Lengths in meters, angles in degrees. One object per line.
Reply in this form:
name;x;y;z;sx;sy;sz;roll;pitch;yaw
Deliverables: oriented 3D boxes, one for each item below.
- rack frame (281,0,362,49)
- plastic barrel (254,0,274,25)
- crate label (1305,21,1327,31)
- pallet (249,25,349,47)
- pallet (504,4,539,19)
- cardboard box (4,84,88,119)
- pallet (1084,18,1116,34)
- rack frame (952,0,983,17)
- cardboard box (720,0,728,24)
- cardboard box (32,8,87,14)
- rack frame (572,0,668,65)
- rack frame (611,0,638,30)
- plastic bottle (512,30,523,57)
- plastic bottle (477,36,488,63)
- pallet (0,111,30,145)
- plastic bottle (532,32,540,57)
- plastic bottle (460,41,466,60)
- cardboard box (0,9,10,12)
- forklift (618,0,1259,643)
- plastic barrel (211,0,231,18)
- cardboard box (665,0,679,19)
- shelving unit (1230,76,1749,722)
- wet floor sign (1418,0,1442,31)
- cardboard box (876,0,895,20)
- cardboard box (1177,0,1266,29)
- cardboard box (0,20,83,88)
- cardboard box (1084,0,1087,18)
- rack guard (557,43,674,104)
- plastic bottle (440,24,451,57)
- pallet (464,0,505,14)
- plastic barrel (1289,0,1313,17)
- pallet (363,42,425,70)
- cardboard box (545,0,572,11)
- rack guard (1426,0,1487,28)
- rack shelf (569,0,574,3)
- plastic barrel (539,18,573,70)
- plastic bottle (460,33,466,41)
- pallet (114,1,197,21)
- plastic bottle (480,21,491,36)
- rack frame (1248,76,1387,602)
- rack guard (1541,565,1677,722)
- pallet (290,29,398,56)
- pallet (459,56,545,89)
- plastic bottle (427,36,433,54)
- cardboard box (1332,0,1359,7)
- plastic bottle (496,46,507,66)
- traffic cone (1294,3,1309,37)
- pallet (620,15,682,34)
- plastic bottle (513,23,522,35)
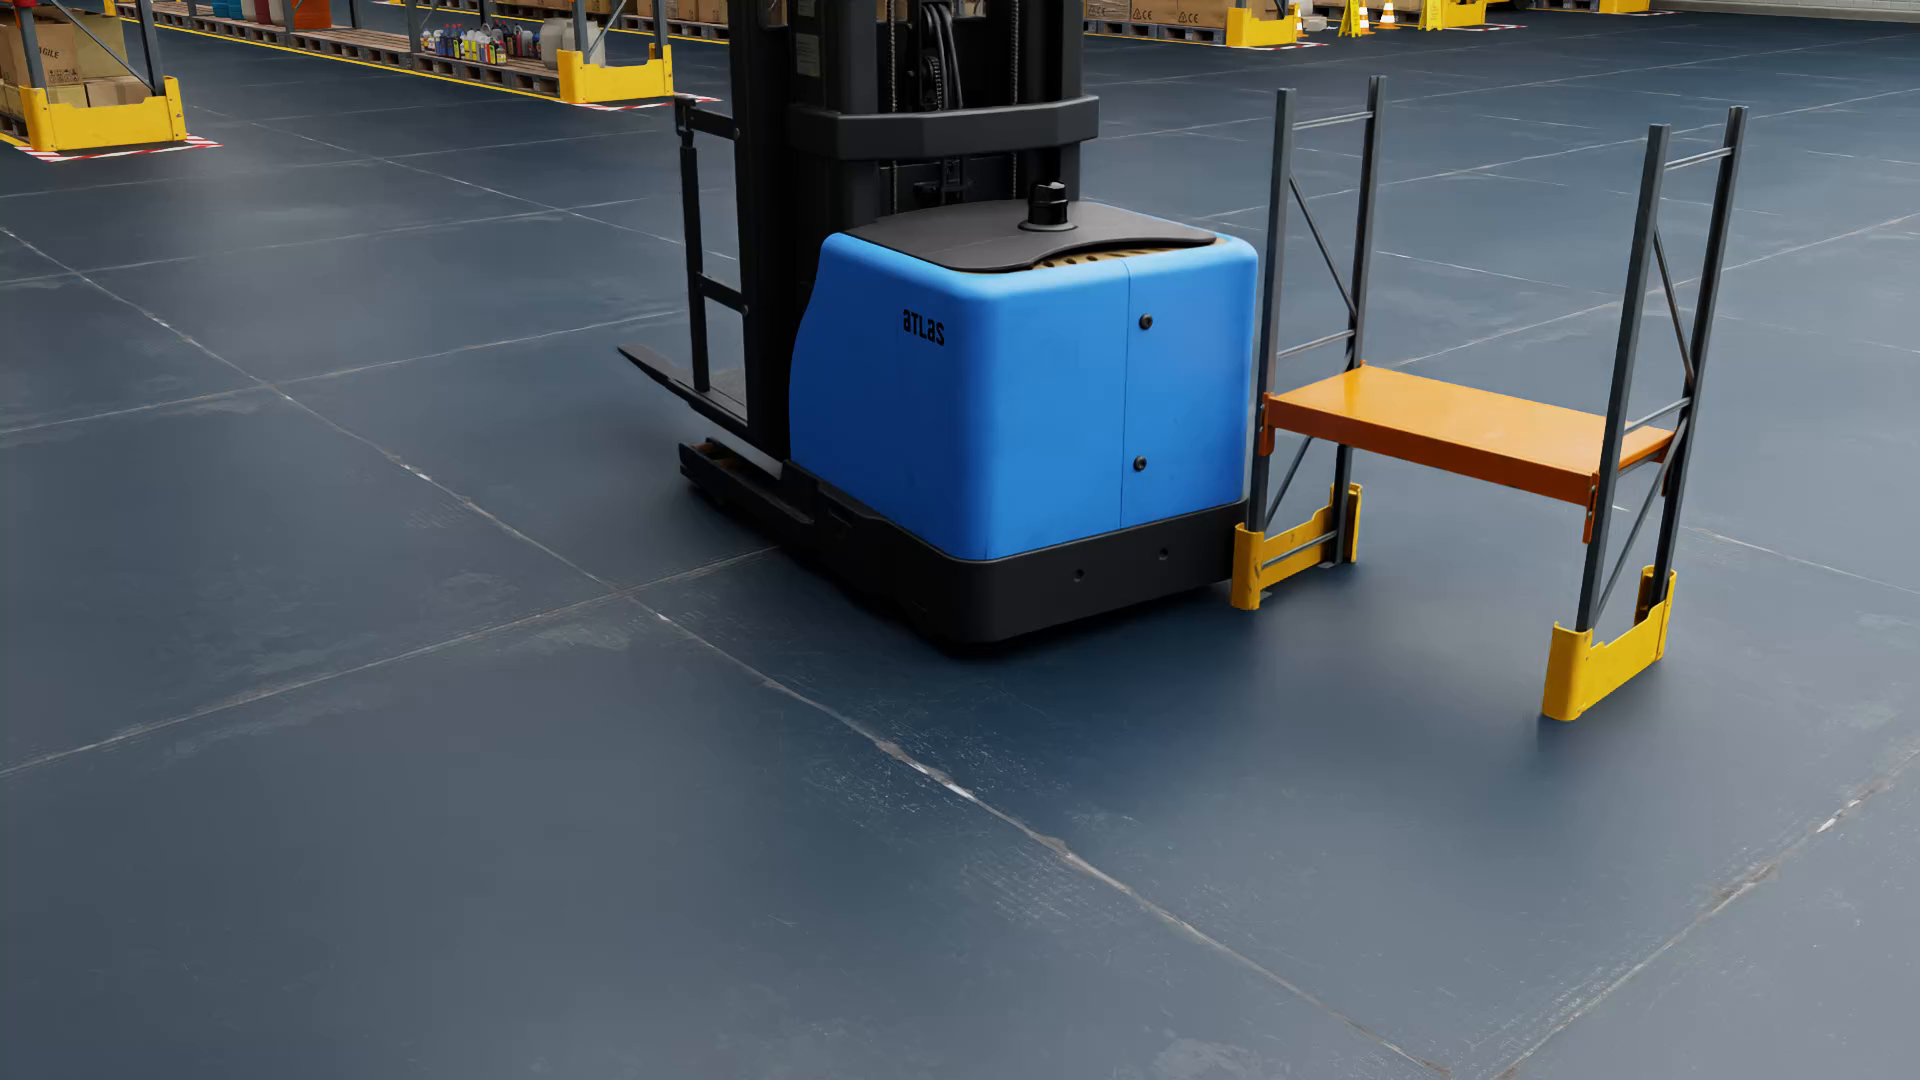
rack frame;-8.647;-8.138;22.148;1.000;3.000;0.127;-17;27;-37
plastic barrel;-9.717;-7.654;23.643;0.600;0.588;0.708;-17;27;-37
crate label;5.397;-7.789;25.183;0.298;0.136;0.250;7;23;18
pallet;-9.194;-7.047;23.188;1.003;0.211;1.213;-17;27;-37
pallet;-6.945;-8.928;27.990;1.003;0.211;1.213;-17;27;-37
cardboard box;-7.754;-3.743;14.121;0.500;0.250;0.500;-17;27;-37
pallet;1.976;-7.838;25.205;1.003;0.211;1.213;-17;27;-37
rack frame;0.327;-7.107;19.516;1.000;3.000;0.127;-17;27;-37
cardboard box;-2.966;-7.564;23.507;0.700;0.500;0.500;-18;27;-38
cardboard box;-8.339;-4.630;15.359;0.500;0.500;0.500;-17;27;-37
rack frame;-3.425;-5.928;16.505;1.000;3.000;0.127;-17;27;-37
rack frame;-4.895;-9.317;25.159;1.000;3.000;0.127;-17;27;-37
plastic bottle;-5.039;-5.650;18.917;0.061;0.283;0.133;-17;27;-37
plastic bottle;-5.191;-5.382;18.243;0.152;0.276;0.135;-18;28;-39
pallet;-7.711;-3.652;14.520;1.003;0.211;1.213;-17;27;-37
plastic bottle;-4.794;-5.616;18.846;0.097;0.271;0.097;0;21;0
plastic bottle;-5.534;-5.477;18.588;0.097;0.201;0.097;0;21;0
cardboard box;-9.073;-4.640;15.384;0.500;0.500;0.500;-17;27;-37
forklift;-0.345;-1.568;5.469;1.130;2.935;3.031;-13;25;-30
plastic barrel;-10.916;-8.307;24.882;0.600;0.901;0.708;-17;27;-37
cardboard box;-4.071;-8.027;24.690;0.500;0.500;0.700;20;29;41
shelving unit;1.390;-0.440;4.552;1.083;1.500;0.587;20;29;41
wet floor sign;7.148;-8.062;25.184;0.267;0.644;0.232;-8;23;-19
cardboard box;-0.879;-6.649;21.200;0.500;0.500;0.500;-14;26;-33
cardboard box;3.658;-7.637;23.208;0.875;0.875;0.875;-17;27;-37
cardboard box;-7.756;-4.091;13.983;0.500;0.500;0.500;-17;27;-37
cardboard box;1.897;-8.380;25.105;0.875;0.875;0.875;-17;27;-37
rack guard;-3.511;-4.774;16.986;1.175;0.500;0.348;-17;27;-37
plastic bottle;-5.824;-5.682;18.908;0.144;0.351;0.185;-17;27;-36
pallet;-7.943;-9.352;29.073;1.003;0.211;1.213;-17;27;-37
plastic barrel;5.339;-8.477;26.545;0.512;0.421;0.421;0;21;-1
pallet;-6.578;-5.942;20.366;1.003;0.211;1.213;-17;27;-37
cardboard box;-5.906;-8.967;26.603;1.225;0.875;0.875;-17;27;-37
rack guard;7.785;-8.323;26.048;1.175;0.500;0.348;-17;27;-37
rack shelf;-4.731;-6.145;18.047;1.077;0.370;4.000;-17;27;-37
plastic barrel;-4.240;-5.267;17.654;0.421;0.512;0.421;0;21;0
plastic bottle;-5.576;-5.562;18.708;0.097;0.271;0.097;0;21;0
pallet;-13.361;-8.813;27.695;1.003;0.211;1.213;-17;27;-37
plastic bottle;-5.507;-5.861;19.363;0.144;0.351;0.185;-17;27;-37
rack frame;1.036;-0.569;4.880;0.032;1.500;0.500;20;29;41
rack guard;1.742;0.270;4.452;0.087;0.250;0.587;20;29;41
pallet;-8.171;-6.616;22.087;1.003;0.211;1.213;-17;27;-37
pallet;-4.829;-5.202;18.475;1.003;0.211;1.213;-17;27;-37
plastic bottle;-6.094;-5.714;19.194;0.097;0.201;0.097;0;21;0
cardboard box;6.425;-8.829;27.106;0.500;0.250;0.500;-19;28;-39
plastic bottle;-4.956;-5.233;17.964;0.097;0.201;0.097;0;21;0
traffic cone;4.879;-7.563;24.159;0.336;0.463;0.334;-17;27;-37
pallet;-4.386;-7.802;25.115;1.003;0.211;1.213;-17;27;-37
plastic bottle;-5.062;-5.753;19.087;0.144;0.351;0.185;-18;27;-38
